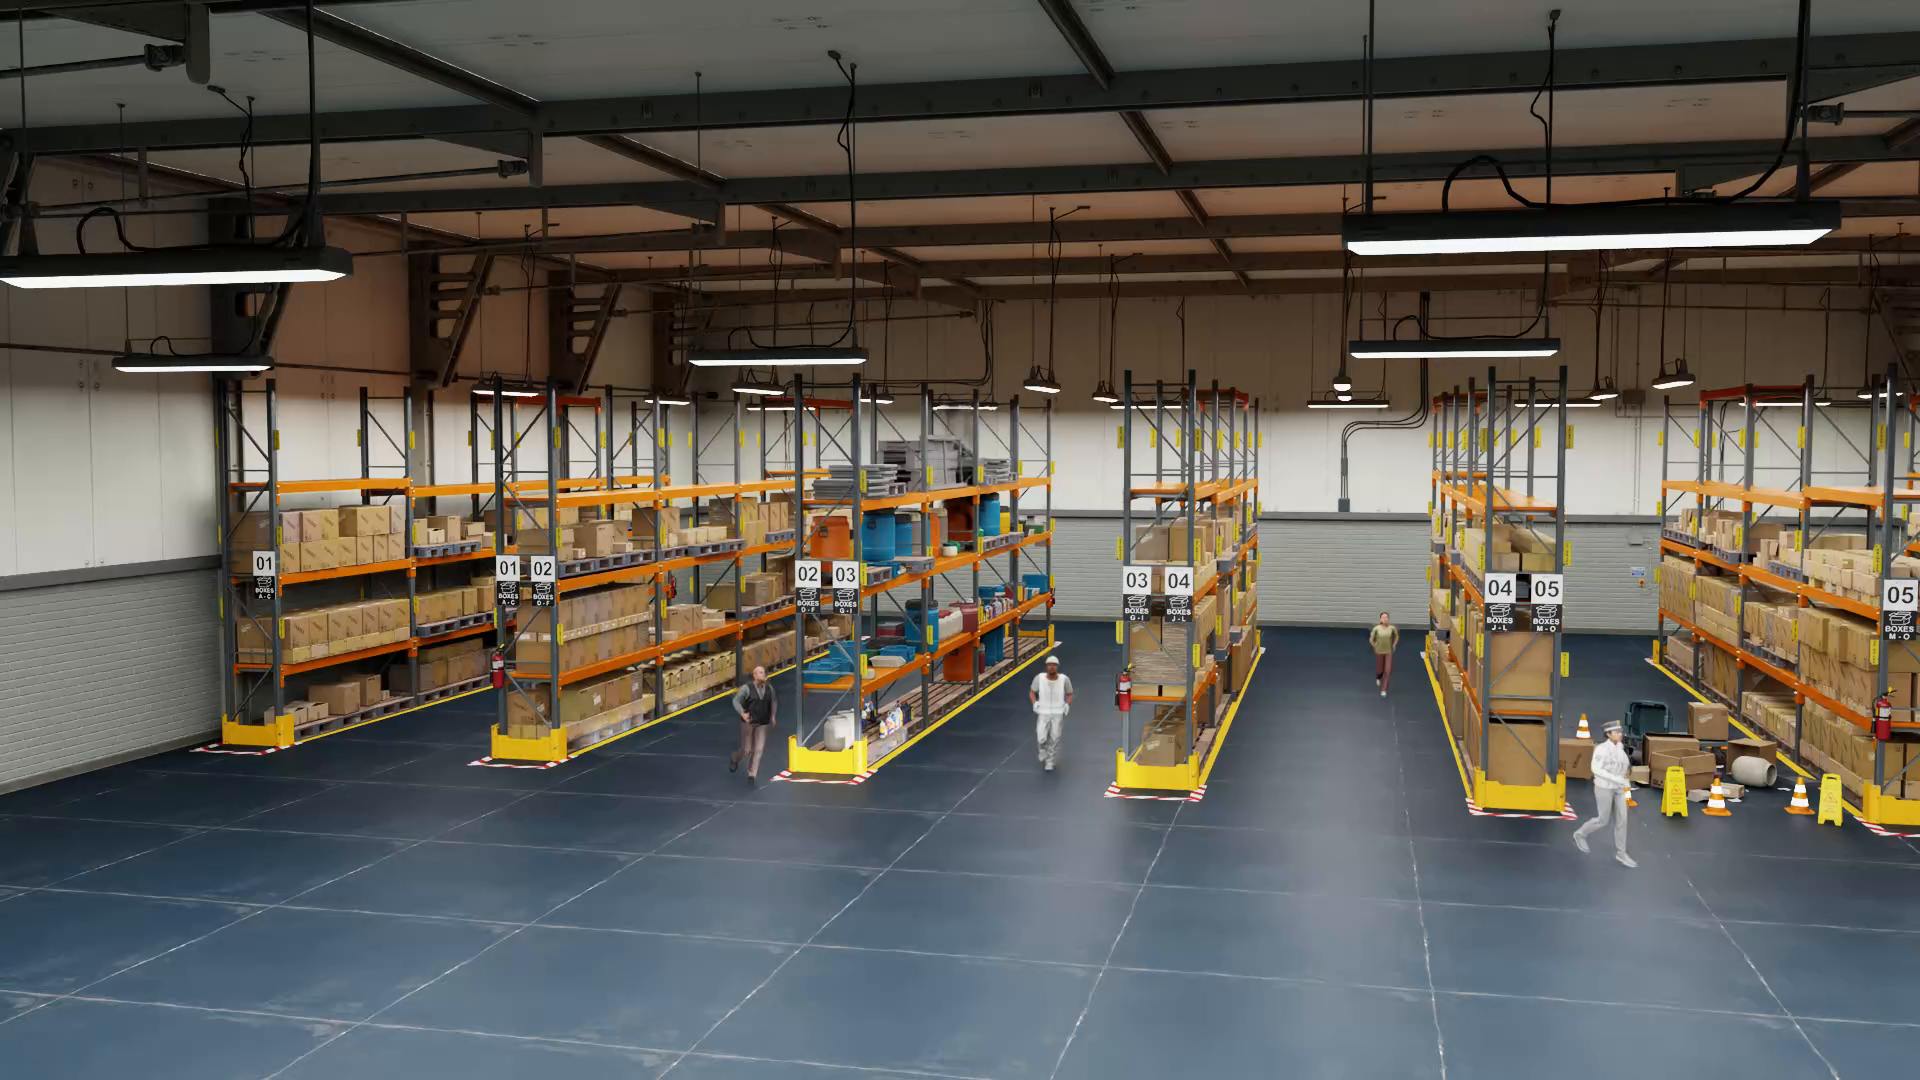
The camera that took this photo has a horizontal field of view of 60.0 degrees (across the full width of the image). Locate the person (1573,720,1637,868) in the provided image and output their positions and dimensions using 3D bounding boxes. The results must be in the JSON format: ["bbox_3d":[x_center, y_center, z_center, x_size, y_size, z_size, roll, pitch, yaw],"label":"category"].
[{"bbox_3d":[7.717,2.972,19.797,0.637,1.712,0.815,-2,4,-30],"label":"person"}]

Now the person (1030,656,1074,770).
[{"bbox_3d":[1.391,2.621,25.233,0.669,1.732,0.584,0,3,4],"label":"person"}]

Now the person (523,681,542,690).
[{"bbox_3d":[-7.560,2.413,29.585,0.603,1.648,0.593,0,3,8],"label":"person"}]

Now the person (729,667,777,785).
[{"bbox_3d":[-2.982,2.701,24.448,0.713,1.669,0.822,-2,4,-27],"label":"person"}]

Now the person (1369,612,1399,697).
[{"bbox_3d":[8.338,2.227,32.660,0.578,1.637,0.763,0,3,8],"label":"person"}]
